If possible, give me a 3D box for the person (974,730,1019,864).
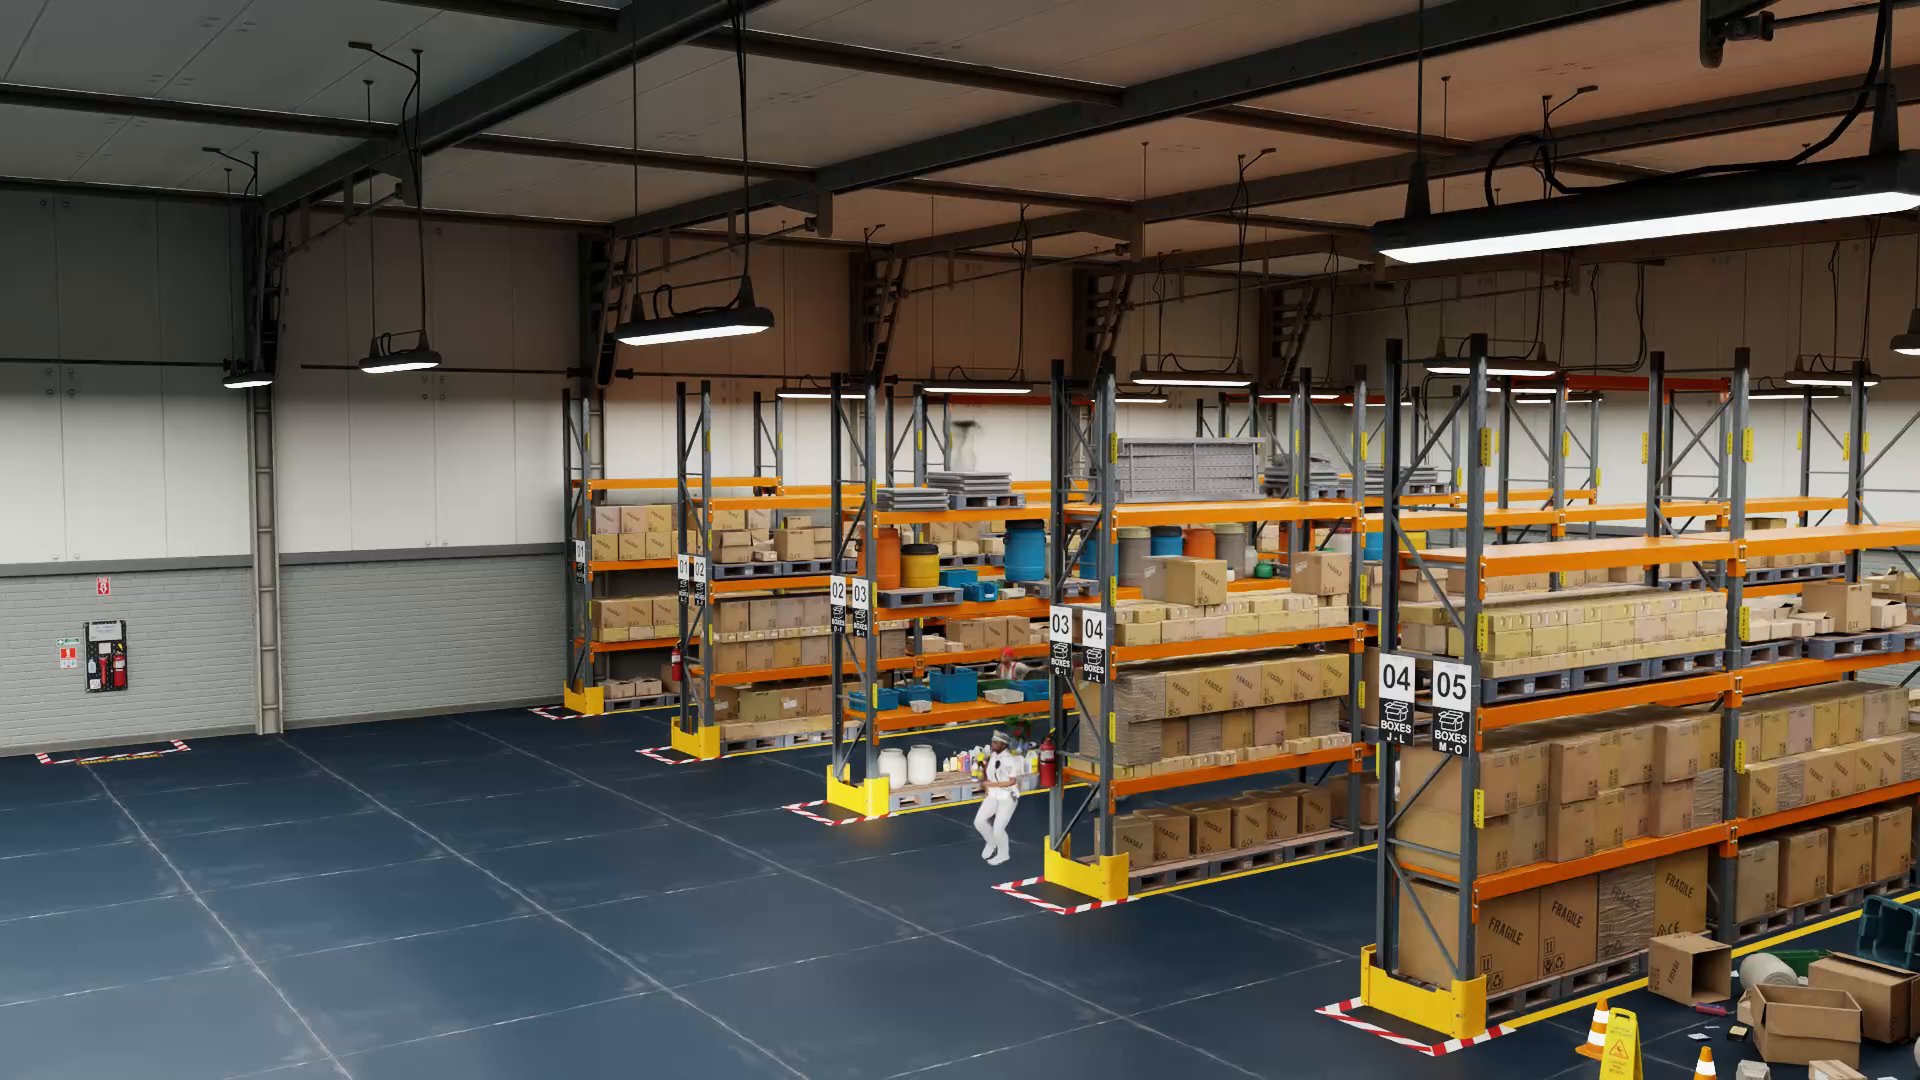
[{"bbox_3d":[0.442,3.074,19.832,0.649,1.657,0.592,3,5,43],"label":"person"}]

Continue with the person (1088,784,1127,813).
[{"bbox_3d":[2.047,2.825,22.862,0.649,1.783,0.969,3,5,36],"label":"person"}]

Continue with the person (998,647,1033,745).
[{"bbox_3d":[0.869,2.589,26.999,0.719,1.723,0.650,-3,5,-39],"label":"person"}]

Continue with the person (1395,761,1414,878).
[{"bbox_3d":[5.244,3.128,18.903,0.754,1.743,1.065,2,4,31],"label":"person"}]
